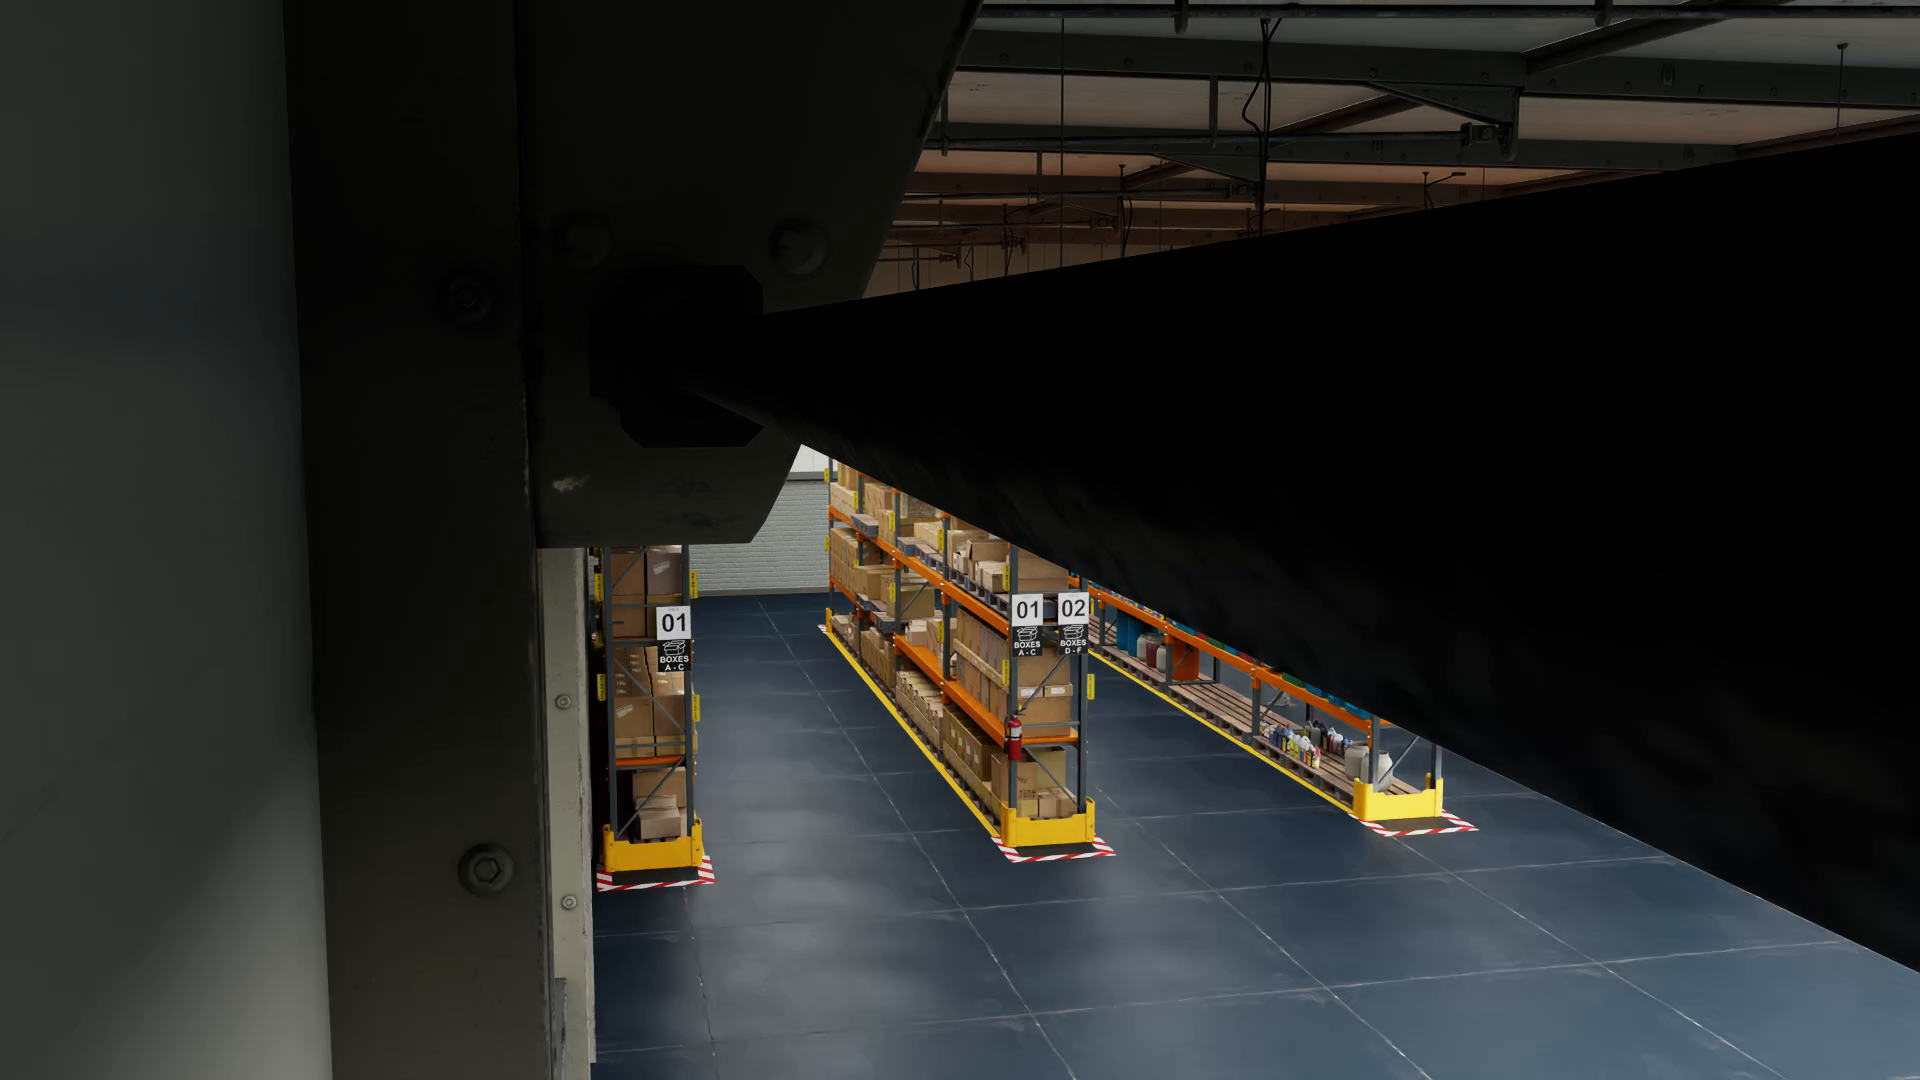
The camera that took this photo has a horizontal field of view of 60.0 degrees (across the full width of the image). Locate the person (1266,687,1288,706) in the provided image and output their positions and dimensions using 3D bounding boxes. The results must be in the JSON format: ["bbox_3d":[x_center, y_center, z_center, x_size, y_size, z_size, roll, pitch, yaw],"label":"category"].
[{"bbox_3d":[5.556,2.009,29.019,0.396,1.769,0.588,1,7,7],"label":"person"}]
